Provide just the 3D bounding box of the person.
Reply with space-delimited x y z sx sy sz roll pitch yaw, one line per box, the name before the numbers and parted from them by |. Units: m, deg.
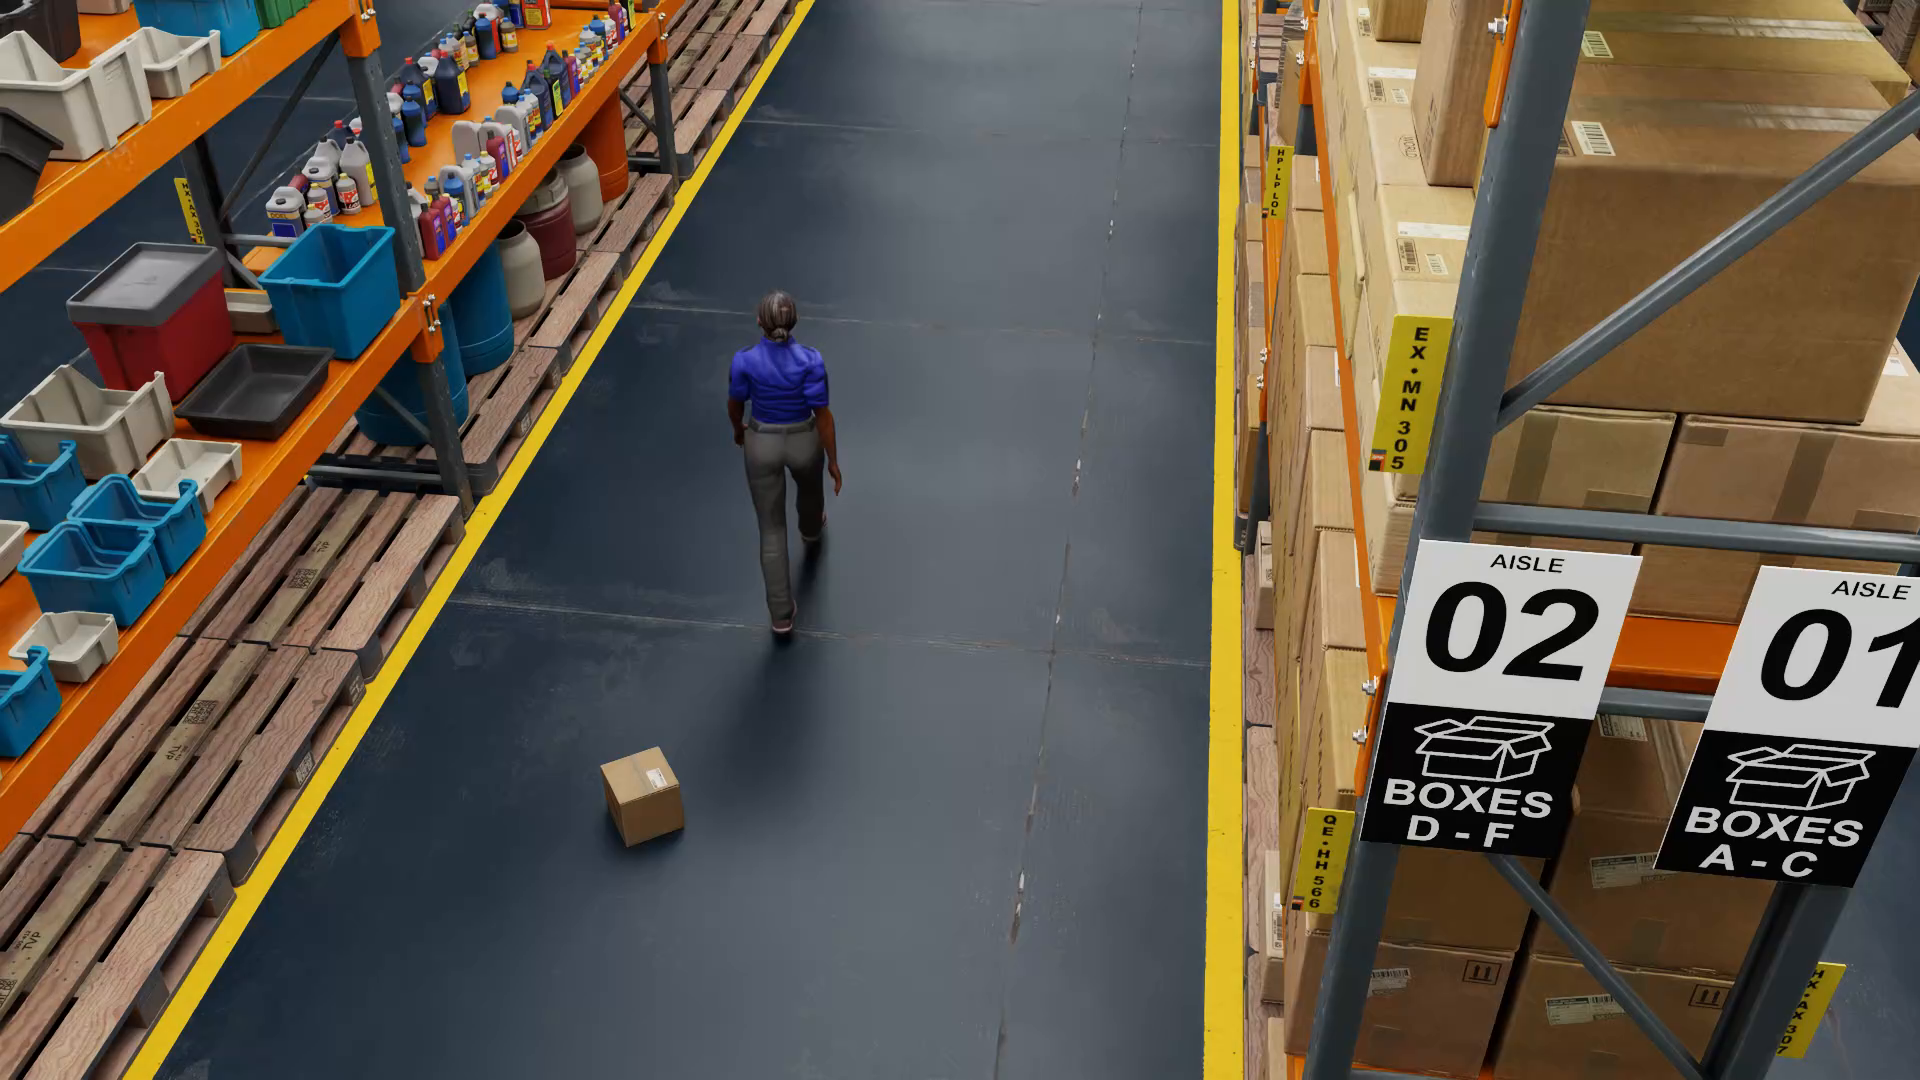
person | -0.816 -0.477 7.672 0.483 1.590 1.012 -6 37 -8
